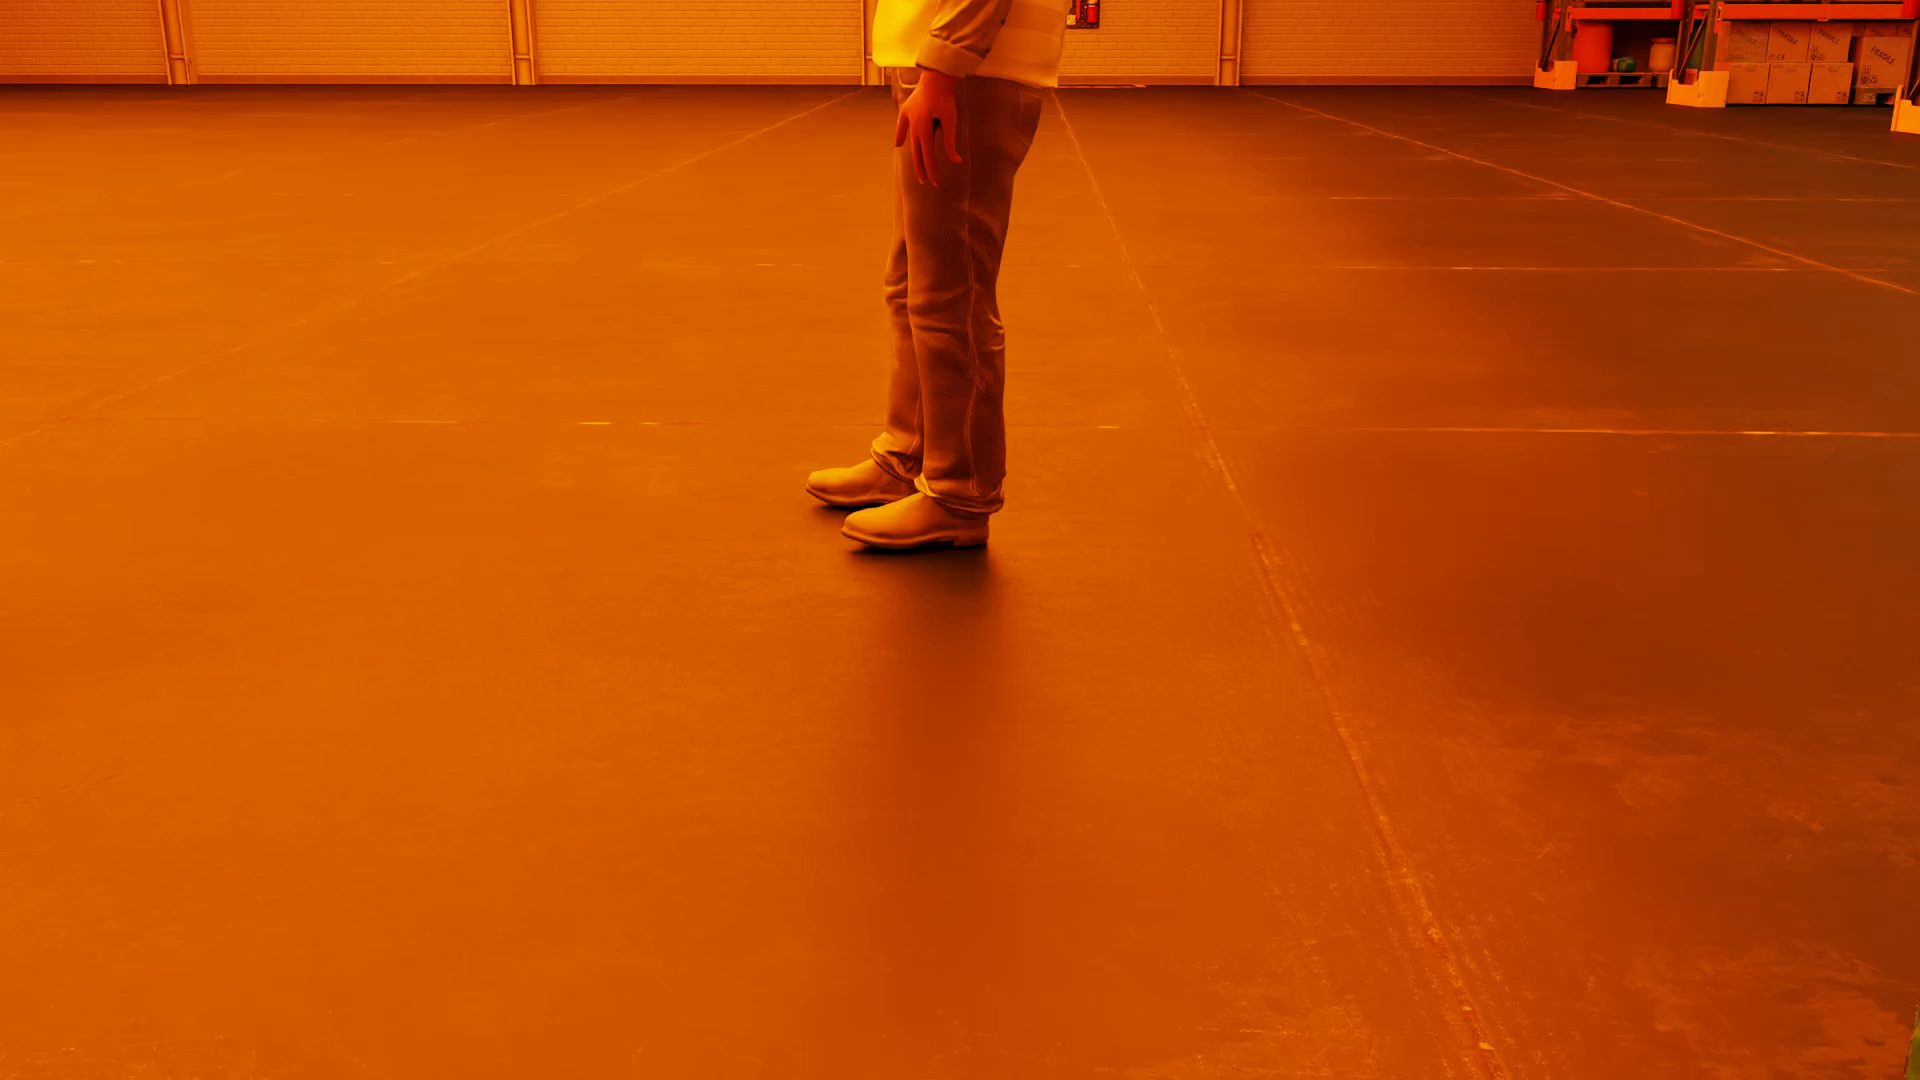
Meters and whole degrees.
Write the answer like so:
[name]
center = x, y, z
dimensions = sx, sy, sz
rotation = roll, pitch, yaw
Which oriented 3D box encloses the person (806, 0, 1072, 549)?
[person]
center = -0.063, -0.857, 3.115
dimensions = 0.566, 1.775, 0.634
rotation = 1, 17, 2
